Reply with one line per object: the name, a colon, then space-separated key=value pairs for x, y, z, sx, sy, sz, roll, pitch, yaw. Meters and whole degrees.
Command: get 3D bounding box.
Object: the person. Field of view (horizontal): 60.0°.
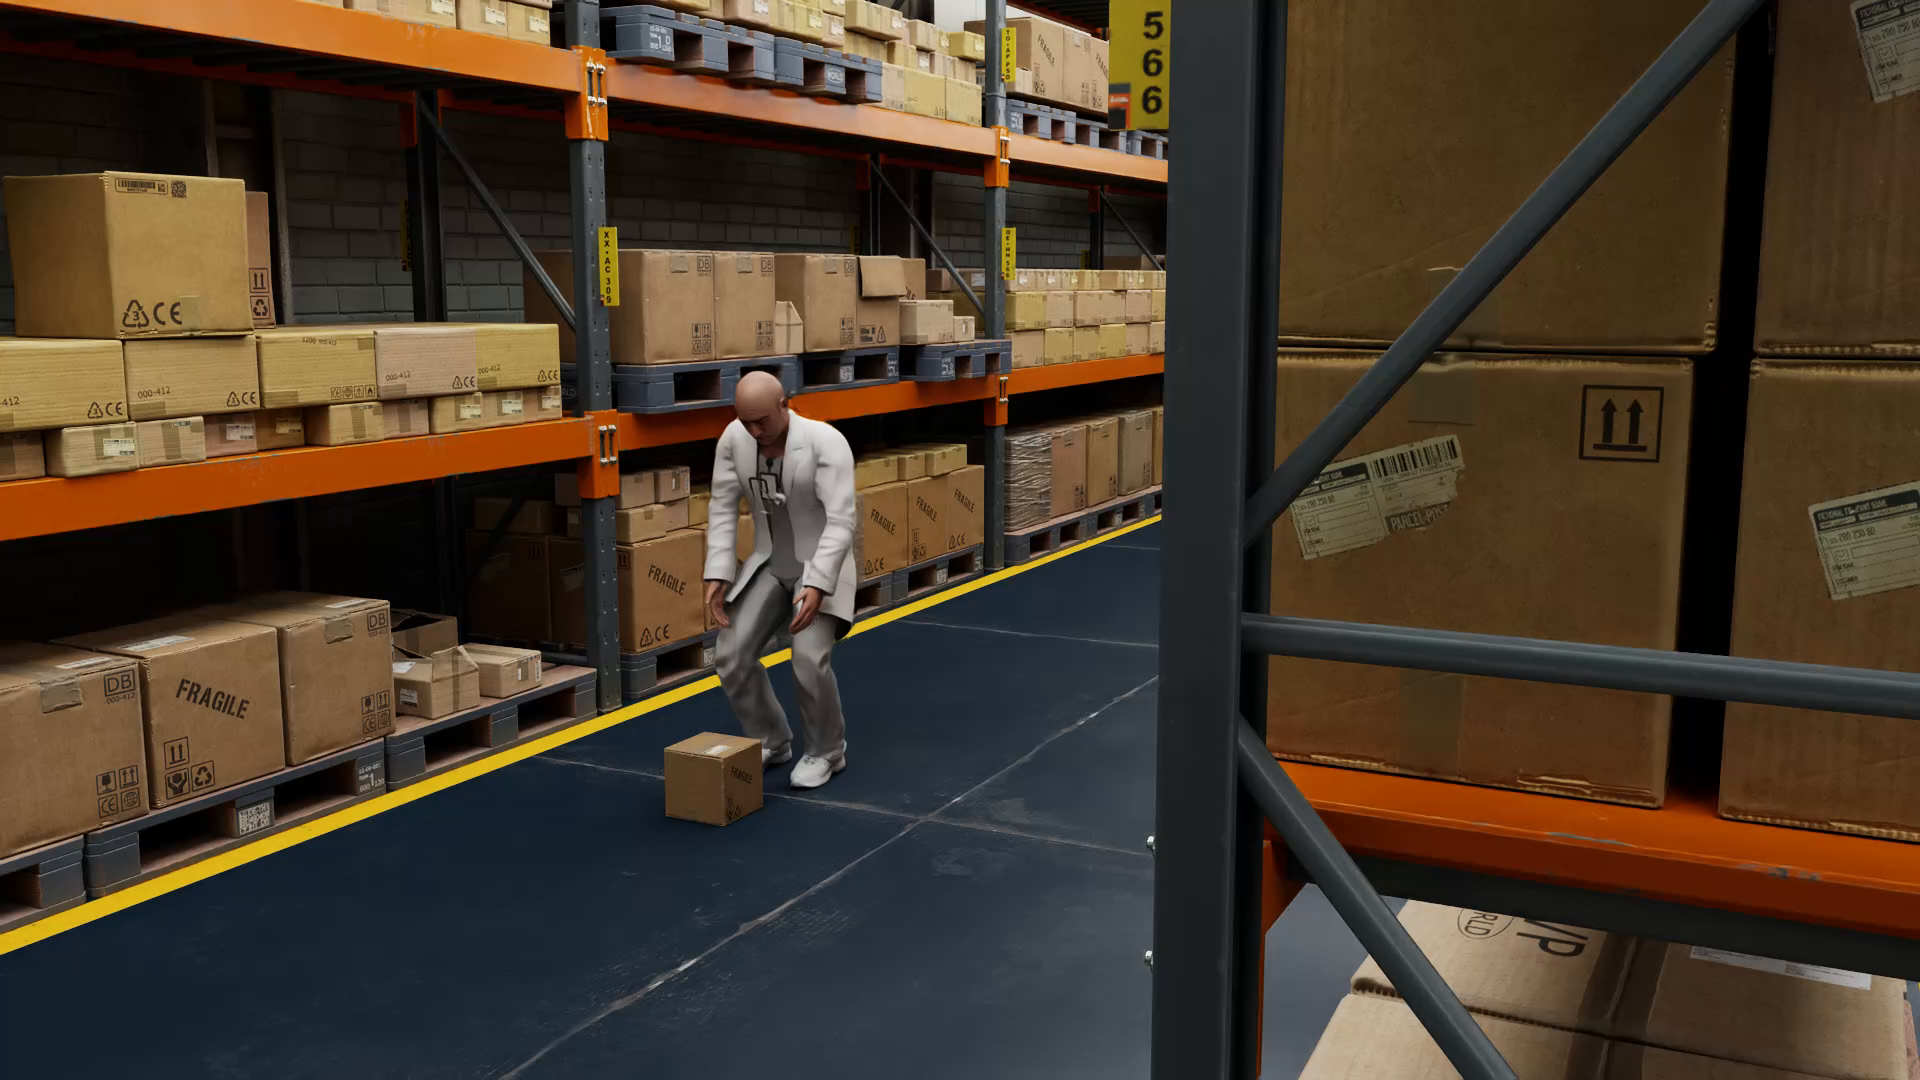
person: x=-0.638 y=0.137 z=6.249 sx=0.626 sy=1.564 sz=0.613 roll=4 pitch=10 yaw=26
